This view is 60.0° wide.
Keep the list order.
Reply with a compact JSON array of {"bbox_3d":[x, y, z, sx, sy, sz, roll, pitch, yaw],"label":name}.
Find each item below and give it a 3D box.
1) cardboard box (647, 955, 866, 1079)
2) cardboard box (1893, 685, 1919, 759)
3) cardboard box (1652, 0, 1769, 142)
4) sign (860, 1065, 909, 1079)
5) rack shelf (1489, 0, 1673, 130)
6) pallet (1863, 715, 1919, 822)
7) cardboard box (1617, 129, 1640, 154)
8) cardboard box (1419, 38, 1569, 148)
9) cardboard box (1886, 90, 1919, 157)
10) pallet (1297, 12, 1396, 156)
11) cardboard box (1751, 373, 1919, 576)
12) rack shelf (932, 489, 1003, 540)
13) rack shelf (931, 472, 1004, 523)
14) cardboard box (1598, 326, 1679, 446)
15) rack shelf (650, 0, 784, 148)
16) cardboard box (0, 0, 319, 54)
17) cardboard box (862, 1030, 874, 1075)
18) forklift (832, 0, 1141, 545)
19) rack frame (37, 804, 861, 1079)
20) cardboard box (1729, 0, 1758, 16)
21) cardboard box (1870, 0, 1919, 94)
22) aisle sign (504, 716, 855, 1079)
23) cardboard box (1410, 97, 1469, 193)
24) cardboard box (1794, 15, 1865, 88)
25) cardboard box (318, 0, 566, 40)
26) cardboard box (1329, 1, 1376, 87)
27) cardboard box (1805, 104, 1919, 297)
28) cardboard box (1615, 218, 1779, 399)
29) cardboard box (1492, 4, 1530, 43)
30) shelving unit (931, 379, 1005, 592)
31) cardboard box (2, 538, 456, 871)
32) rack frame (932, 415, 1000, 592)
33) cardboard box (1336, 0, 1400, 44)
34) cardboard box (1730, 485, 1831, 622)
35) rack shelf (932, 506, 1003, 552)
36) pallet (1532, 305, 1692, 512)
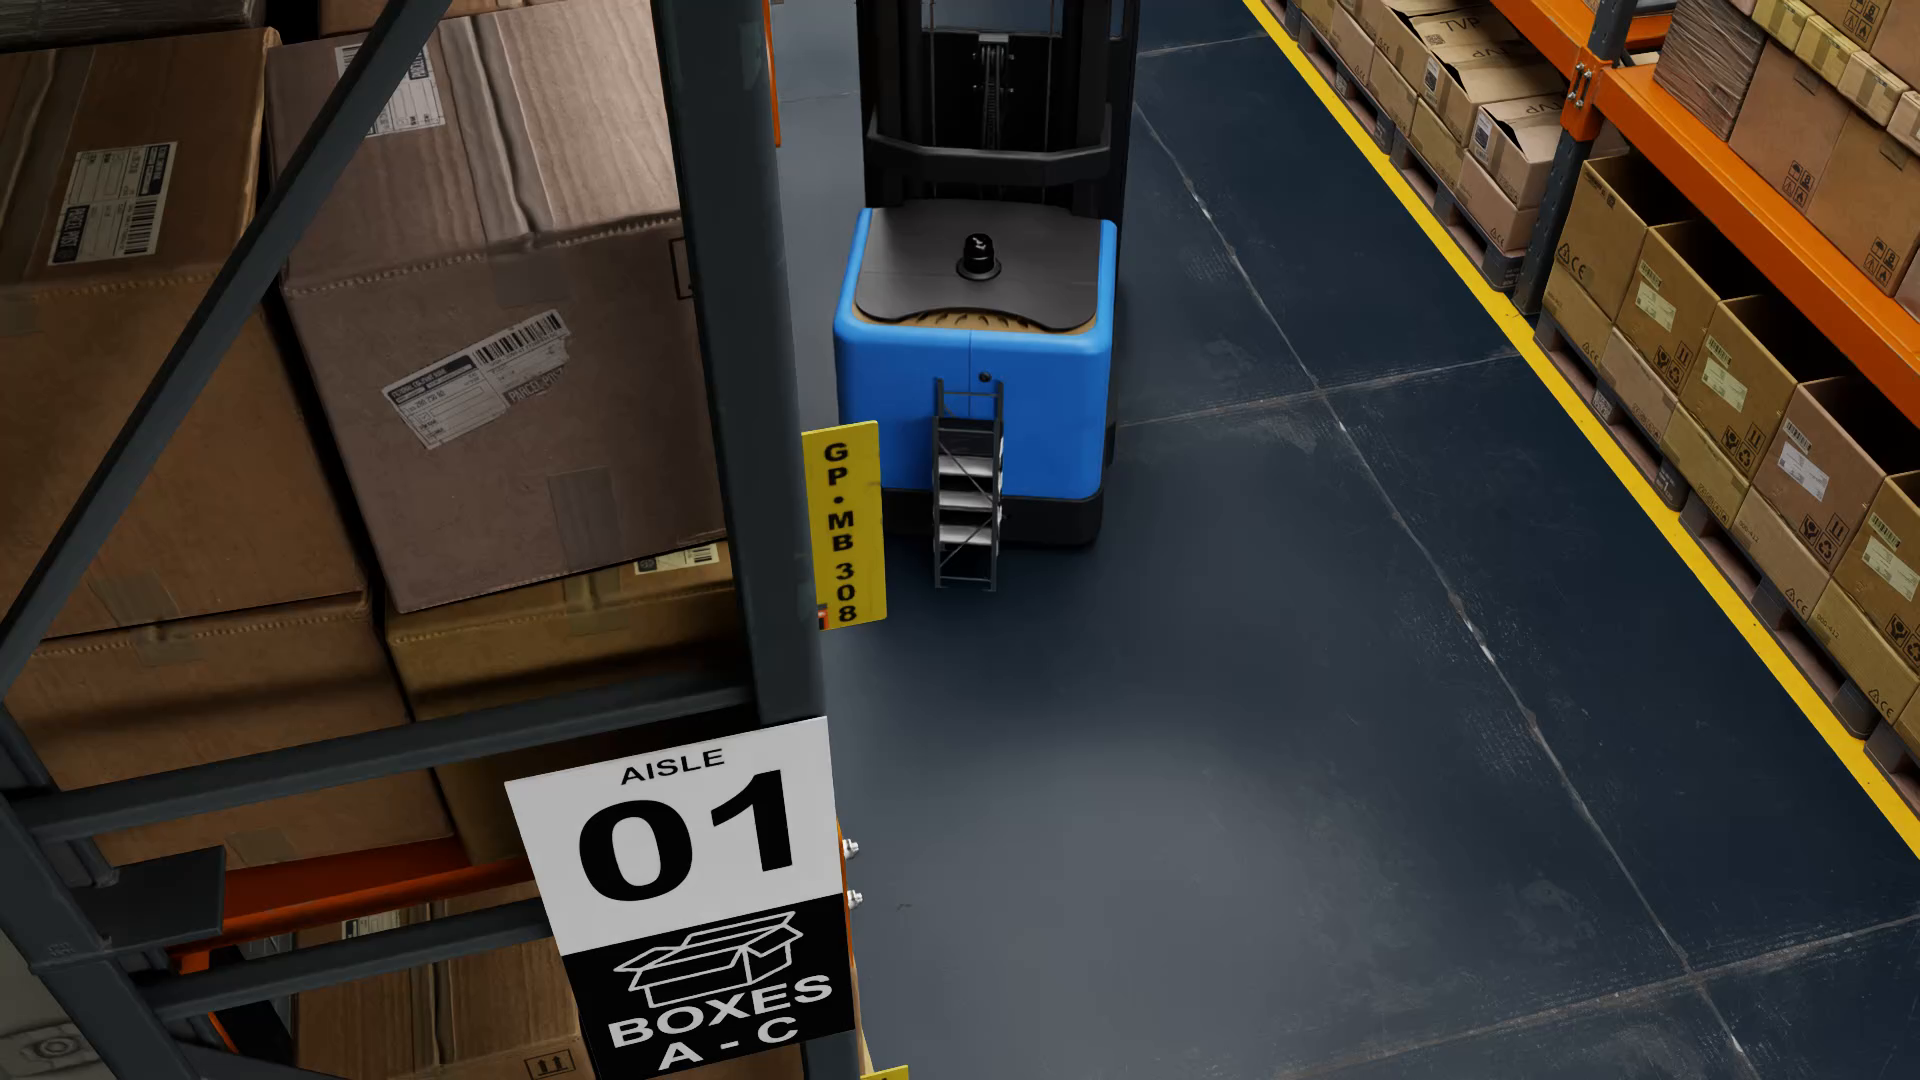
[{"bbox_3d":[-0.496,0.845,3.388,0.500,0.500,0.500,-11,47,-10],"label":"cardboard box"},{"bbox_3d":[3.561,0.694,5.601,0.500,0.250,0.500,-11,47,-10],"label":"cardboard box"},{"bbox_3d":[3.219,-1.953,6.494,0.700,0.500,0.500,-12,47,-11],"label":"cardboard box"},{"bbox_3d":[-0.140,1.044,3.021,0.100,0.325,0.005,-11,47,-10],"label":"sign"},{"bbox_3d":[2.587,-3.353,8.439,1.077,0.370,4.000,-11,47,-10],"label":"rack shelf"},{"bbox_3d":[3.887,0.994,5.628,1.003,0.211,1.213,-11,47,-10],"label":"pallet"},{"bbox_3d":[3.234,-1.935,7.785,0.500,0.311,0.500,-11,47,-10],"label":"cardboard box"},{"bbox_3d":[2.579,-2.190,8.034,0.500,0.311,0.500,-10,46,-9],"label":"cardboard box"},{"bbox_3d":[3.315,-1.376,5.474,0.380,0.149,0.250,-12,47,-11],"label":"cardboard box"},{"bbox_3d":[2.557,-2.593,9.143,1.003,0.211,1.213,-11,47,-10],"label":"pallet"},{"bbox_3d":[3.302,-0.258,6.009,0.500,0.500,0.500,-11,47,-10],"label":"cardboard box"},{"bbox_3d":[0.030,-0.106,6.396,0.258,0.077,0.200,4,46,4],"label":"rack shelf"},{"bbox_3d":[0.030,-0.169,6.332,0.258,0.077,0.200,4,46,4],"label":"rack shelf"},{"bbox_3d":[3.048,-0.687,6.954,0.500,0.250,0.500,-11,47,-10],"label":"cardboard box"},{"bbox_3d":[-1.176,-1.781,2.701,1.077,0.370,4.000,-11,47,-10],"label":"rack shelf"},{"bbox_3d":[-1.178,-0.620,2.373,0.500,0.500,0.500,-8,46,-8],"label":"cardboard box"},{"bbox_3d":[-0.482,1.097,3.666,0.500,0.250,0.500,-12,47,-11],"label":"cardboard box"},{"bbox_3d":[0.168,-2.060,6.717,1.130,2.935,3.031,4,46,4],"label":"forklift"},{"bbox_3d":[-0.664,1.446,3.232,1.000,3.000,0.127,-11,47,-10],"label":"rack frame"},{"bbox_3d":[3.045,-2.092,6.175,0.380,0.149,0.250,-10,46,-10],"label":"cardboard box"},{"bbox_3d":[3.477,-1.713,5.350,0.700,0.500,0.500,-11,47,-10],"label":"cardboard box"},{"bbox_3d":[-0.356,0.531,2.309,0.394,0.787,0.004,-11,47,-10],"label":"aisle sign"},{"bbox_3d":[2.585,-1.991,8.232,0.500,0.250,0.500,-11,47,-11],"label":"cardboard box"},{"bbox_3d":[3.182,-1.733,5.824,0.380,0.149,0.250,-11,47,-11],"label":"cardboard box"},{"bbox_3d":[-0.608,-0.662,2.414,0.500,0.500,0.500,-11,47,-11],"label":"cardboard box"},{"bbox_3d":[2.325,-2.696,8.923,0.500,0.250,0.500,-10,46,-10],"label":"cardboard box"},{"bbox_3d":[3.485,-1.243,5.798,0.700,0.500,0.500,-10,46,-10],"label":"cardboard box"},{"bbox_3d":[3.051,-0.950,6.686,0.500,0.500,0.500,-11,47,-10],"label":"cardboard box"},{"bbox_3d":[2.978,-2.639,8.475,0.500,0.311,0.500,-12,47,-12],"label":"cardboard box"},{"bbox_3d":[0.030,-0.192,6.308,0.258,0.900,0.210,4,46,4],"label":"shelving unit"},{"bbox_3d":[-1.016,0.113,2.355,0.500,0.500,0.500,-8,46,-7],"label":"cardboard box"},{"bbox_3d":[0.021,-0.120,6.237,0.240,0.900,0.006,4,46,4],"label":"rack frame"},{"bbox_3d":[2.329,-2.882,8.713,0.500,0.311,0.500,-11,47,-11],"label":"cardboard box"},{"bbox_3d":[3.305,0.004,6.277,0.500,0.250,0.500,-11,47,-10],"label":"cardboard box"},{"bbox_3d":[0.030,-0.043,6.461,0.258,0.077,0.200,4,46,4],"label":"rack shelf"},{"bbox_3d":[3.263,-0.691,7.279,1.003,0.211,1.213,-11,47,-10],"label":"pallet"}]
